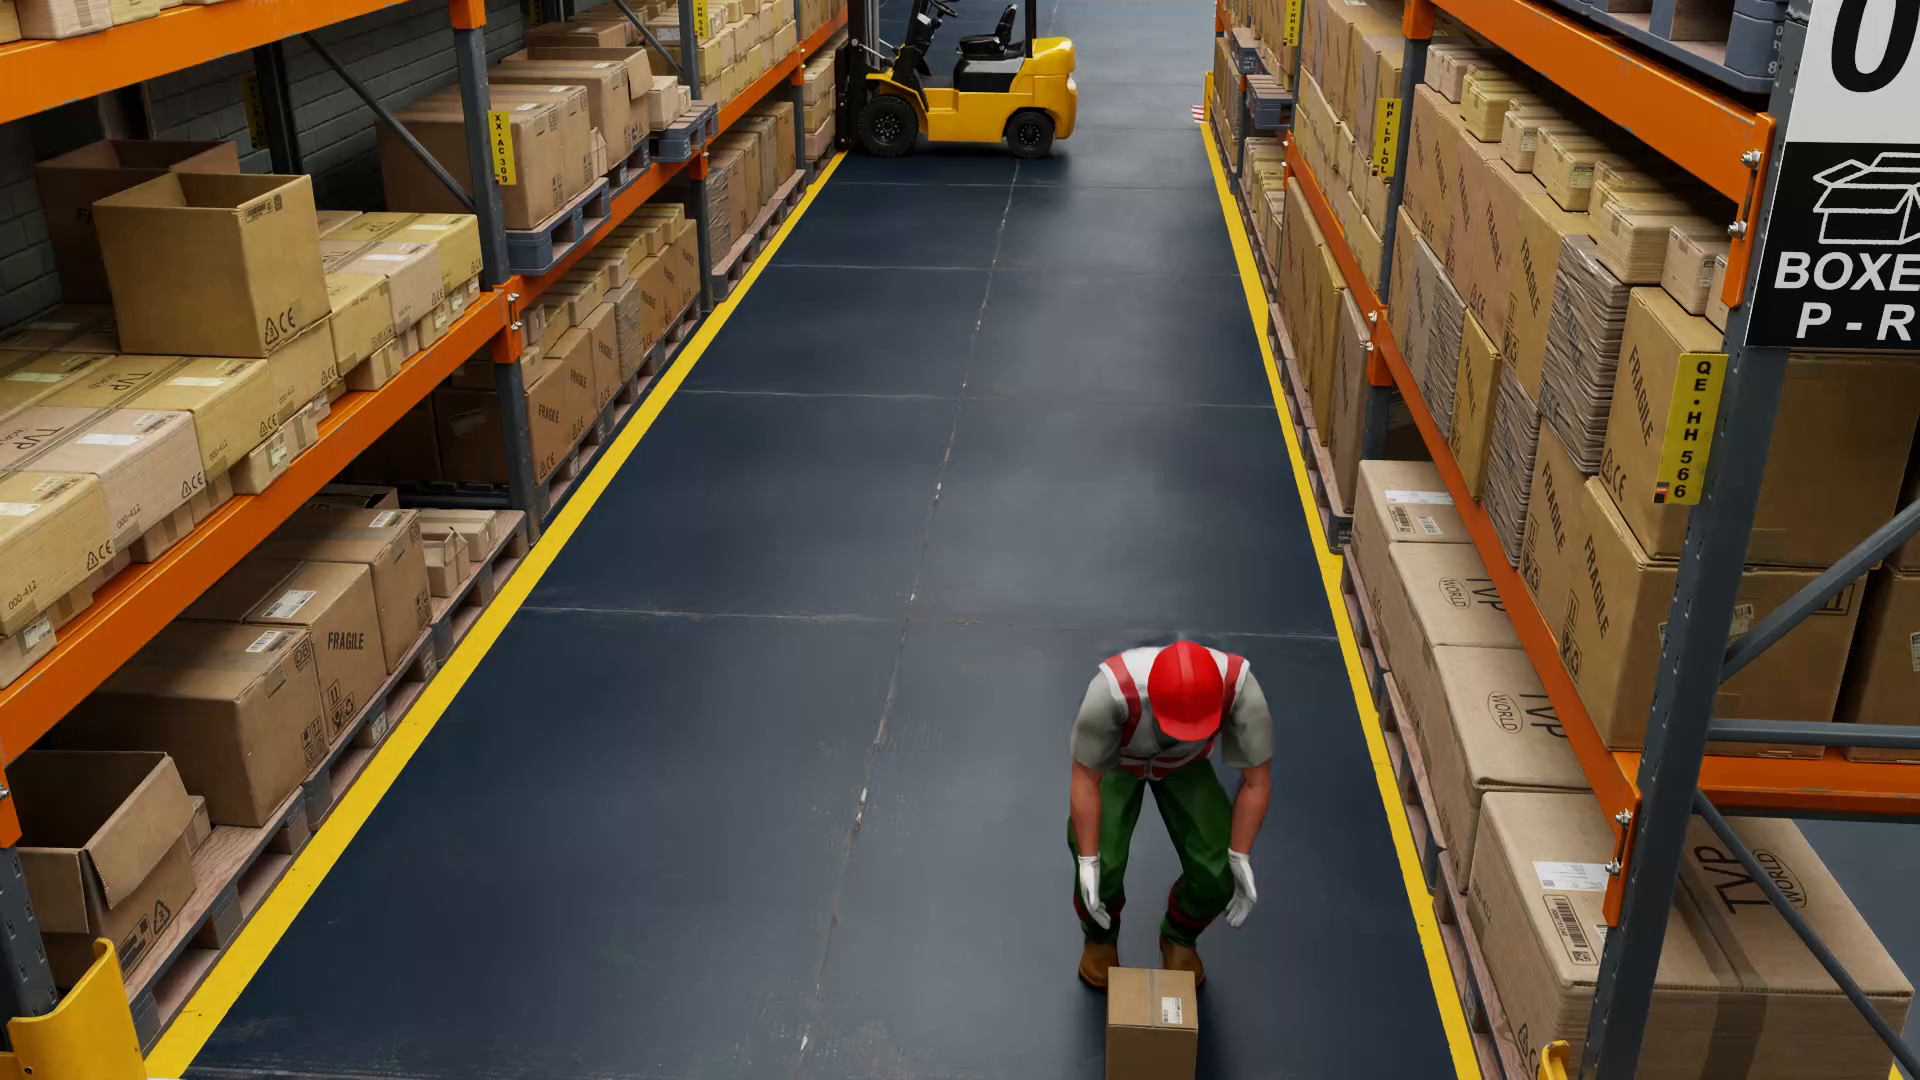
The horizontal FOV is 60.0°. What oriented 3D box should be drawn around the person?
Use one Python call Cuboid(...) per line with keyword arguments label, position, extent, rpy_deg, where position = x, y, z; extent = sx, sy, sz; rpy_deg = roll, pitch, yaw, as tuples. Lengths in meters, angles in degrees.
Cuboid(label="person", position=(0.612, 0.772, 4.935), extent=(0.584, 1.321, 0.808), rpy_deg=(1, 24, 2))
